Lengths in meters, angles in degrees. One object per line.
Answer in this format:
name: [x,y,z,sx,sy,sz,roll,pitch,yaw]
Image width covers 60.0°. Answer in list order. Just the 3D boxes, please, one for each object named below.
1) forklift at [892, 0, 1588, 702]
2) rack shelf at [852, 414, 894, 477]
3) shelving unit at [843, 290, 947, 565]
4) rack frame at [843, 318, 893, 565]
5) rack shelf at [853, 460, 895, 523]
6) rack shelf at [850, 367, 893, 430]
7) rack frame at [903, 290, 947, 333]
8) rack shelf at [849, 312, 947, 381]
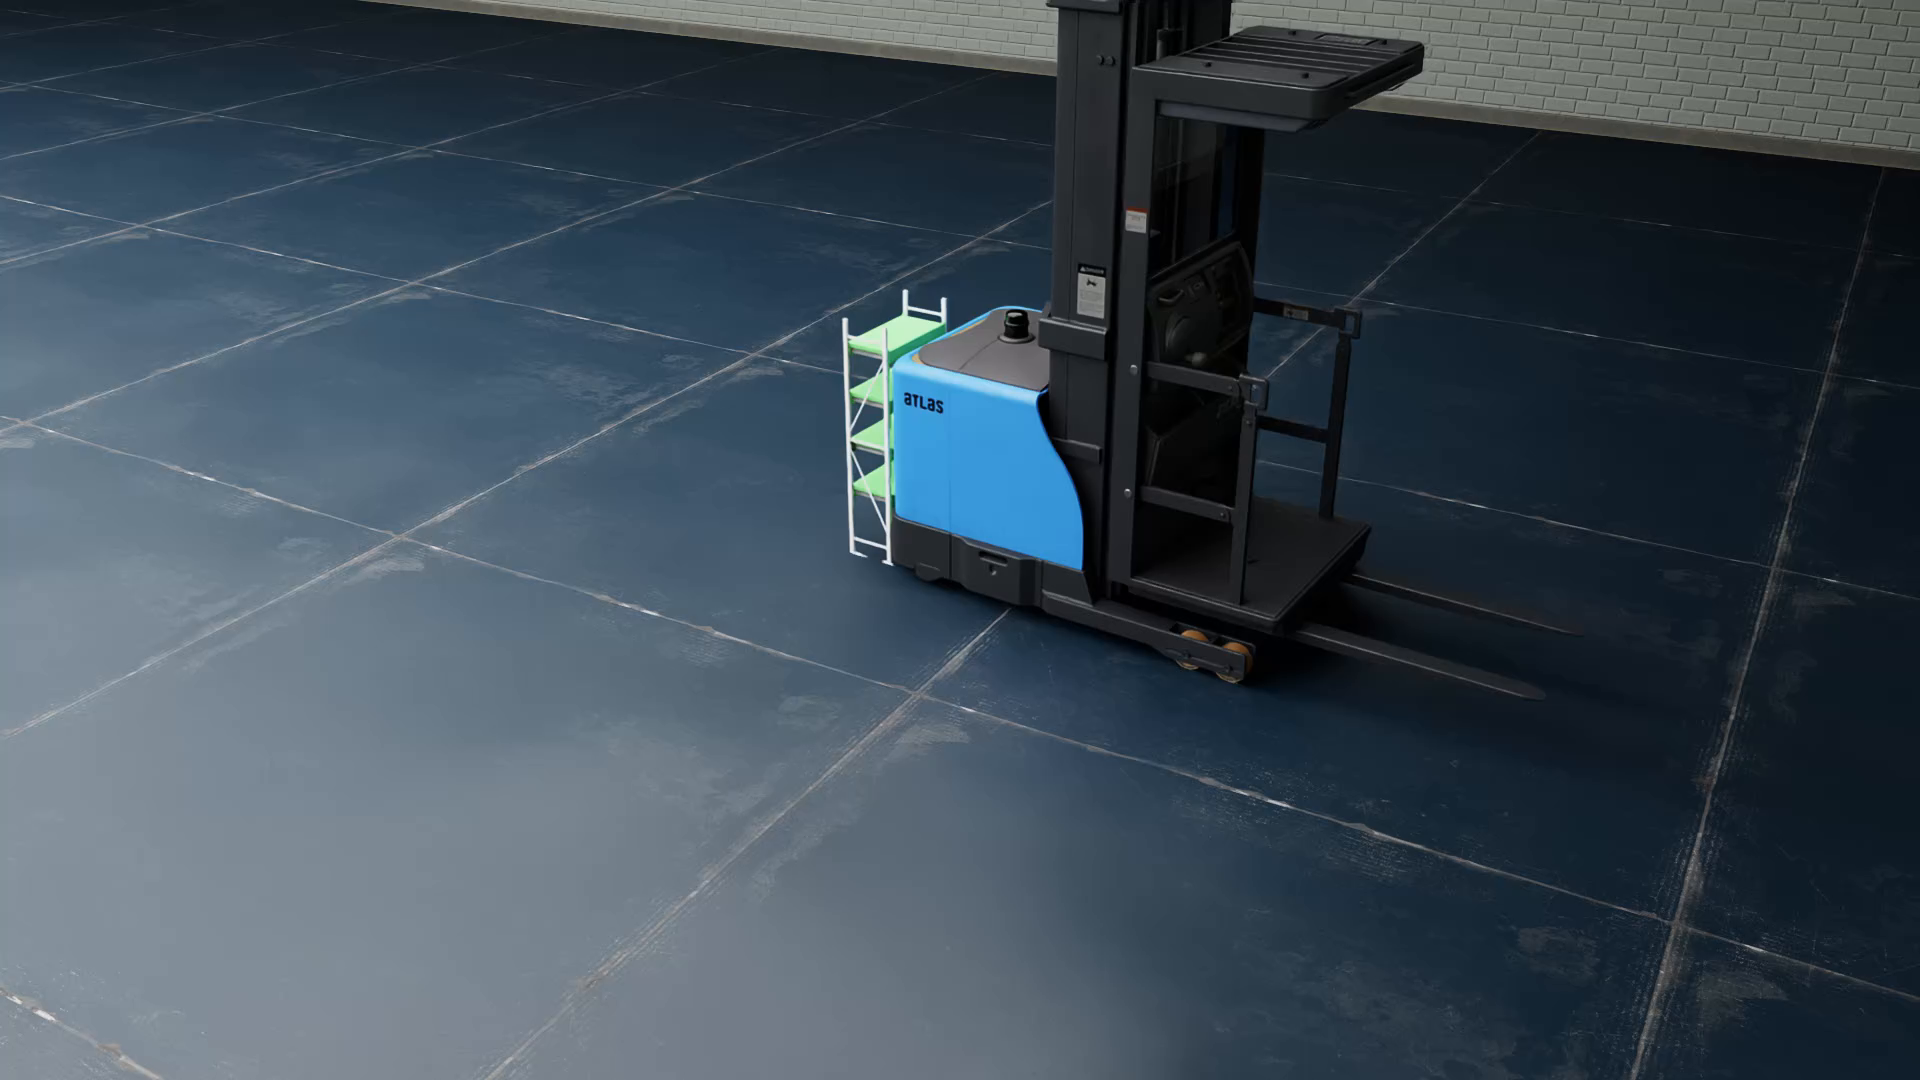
forklift: [1.194,-0.978,6.930,3.031,2.935,1.130,16,31,29]
rack shelf: [-0.299,-0.482,8.015,0.258,0.148,0.480,16,31,29]
shelving unit: [-0.299,-0.539,7.986,0.258,1.200,0.503,16,31,29]
rack frame: [-0.431,-0.447,7.802,0.240,1.200,0.015,16,31,29]
rack shelf: [-0.299,-0.267,8.122,0.258,0.148,0.480,16,31,29]
rack shelf: [-0.299,-0.696,7.907,0.258,0.148,0.480,16,31,29]
rack frame: [-0.168,-0.631,8.170,0.240,1.200,0.015,16,31,29]
rack shelf: [-0.299,-0.911,7.800,0.258,0.148,0.480,16,31,29]
